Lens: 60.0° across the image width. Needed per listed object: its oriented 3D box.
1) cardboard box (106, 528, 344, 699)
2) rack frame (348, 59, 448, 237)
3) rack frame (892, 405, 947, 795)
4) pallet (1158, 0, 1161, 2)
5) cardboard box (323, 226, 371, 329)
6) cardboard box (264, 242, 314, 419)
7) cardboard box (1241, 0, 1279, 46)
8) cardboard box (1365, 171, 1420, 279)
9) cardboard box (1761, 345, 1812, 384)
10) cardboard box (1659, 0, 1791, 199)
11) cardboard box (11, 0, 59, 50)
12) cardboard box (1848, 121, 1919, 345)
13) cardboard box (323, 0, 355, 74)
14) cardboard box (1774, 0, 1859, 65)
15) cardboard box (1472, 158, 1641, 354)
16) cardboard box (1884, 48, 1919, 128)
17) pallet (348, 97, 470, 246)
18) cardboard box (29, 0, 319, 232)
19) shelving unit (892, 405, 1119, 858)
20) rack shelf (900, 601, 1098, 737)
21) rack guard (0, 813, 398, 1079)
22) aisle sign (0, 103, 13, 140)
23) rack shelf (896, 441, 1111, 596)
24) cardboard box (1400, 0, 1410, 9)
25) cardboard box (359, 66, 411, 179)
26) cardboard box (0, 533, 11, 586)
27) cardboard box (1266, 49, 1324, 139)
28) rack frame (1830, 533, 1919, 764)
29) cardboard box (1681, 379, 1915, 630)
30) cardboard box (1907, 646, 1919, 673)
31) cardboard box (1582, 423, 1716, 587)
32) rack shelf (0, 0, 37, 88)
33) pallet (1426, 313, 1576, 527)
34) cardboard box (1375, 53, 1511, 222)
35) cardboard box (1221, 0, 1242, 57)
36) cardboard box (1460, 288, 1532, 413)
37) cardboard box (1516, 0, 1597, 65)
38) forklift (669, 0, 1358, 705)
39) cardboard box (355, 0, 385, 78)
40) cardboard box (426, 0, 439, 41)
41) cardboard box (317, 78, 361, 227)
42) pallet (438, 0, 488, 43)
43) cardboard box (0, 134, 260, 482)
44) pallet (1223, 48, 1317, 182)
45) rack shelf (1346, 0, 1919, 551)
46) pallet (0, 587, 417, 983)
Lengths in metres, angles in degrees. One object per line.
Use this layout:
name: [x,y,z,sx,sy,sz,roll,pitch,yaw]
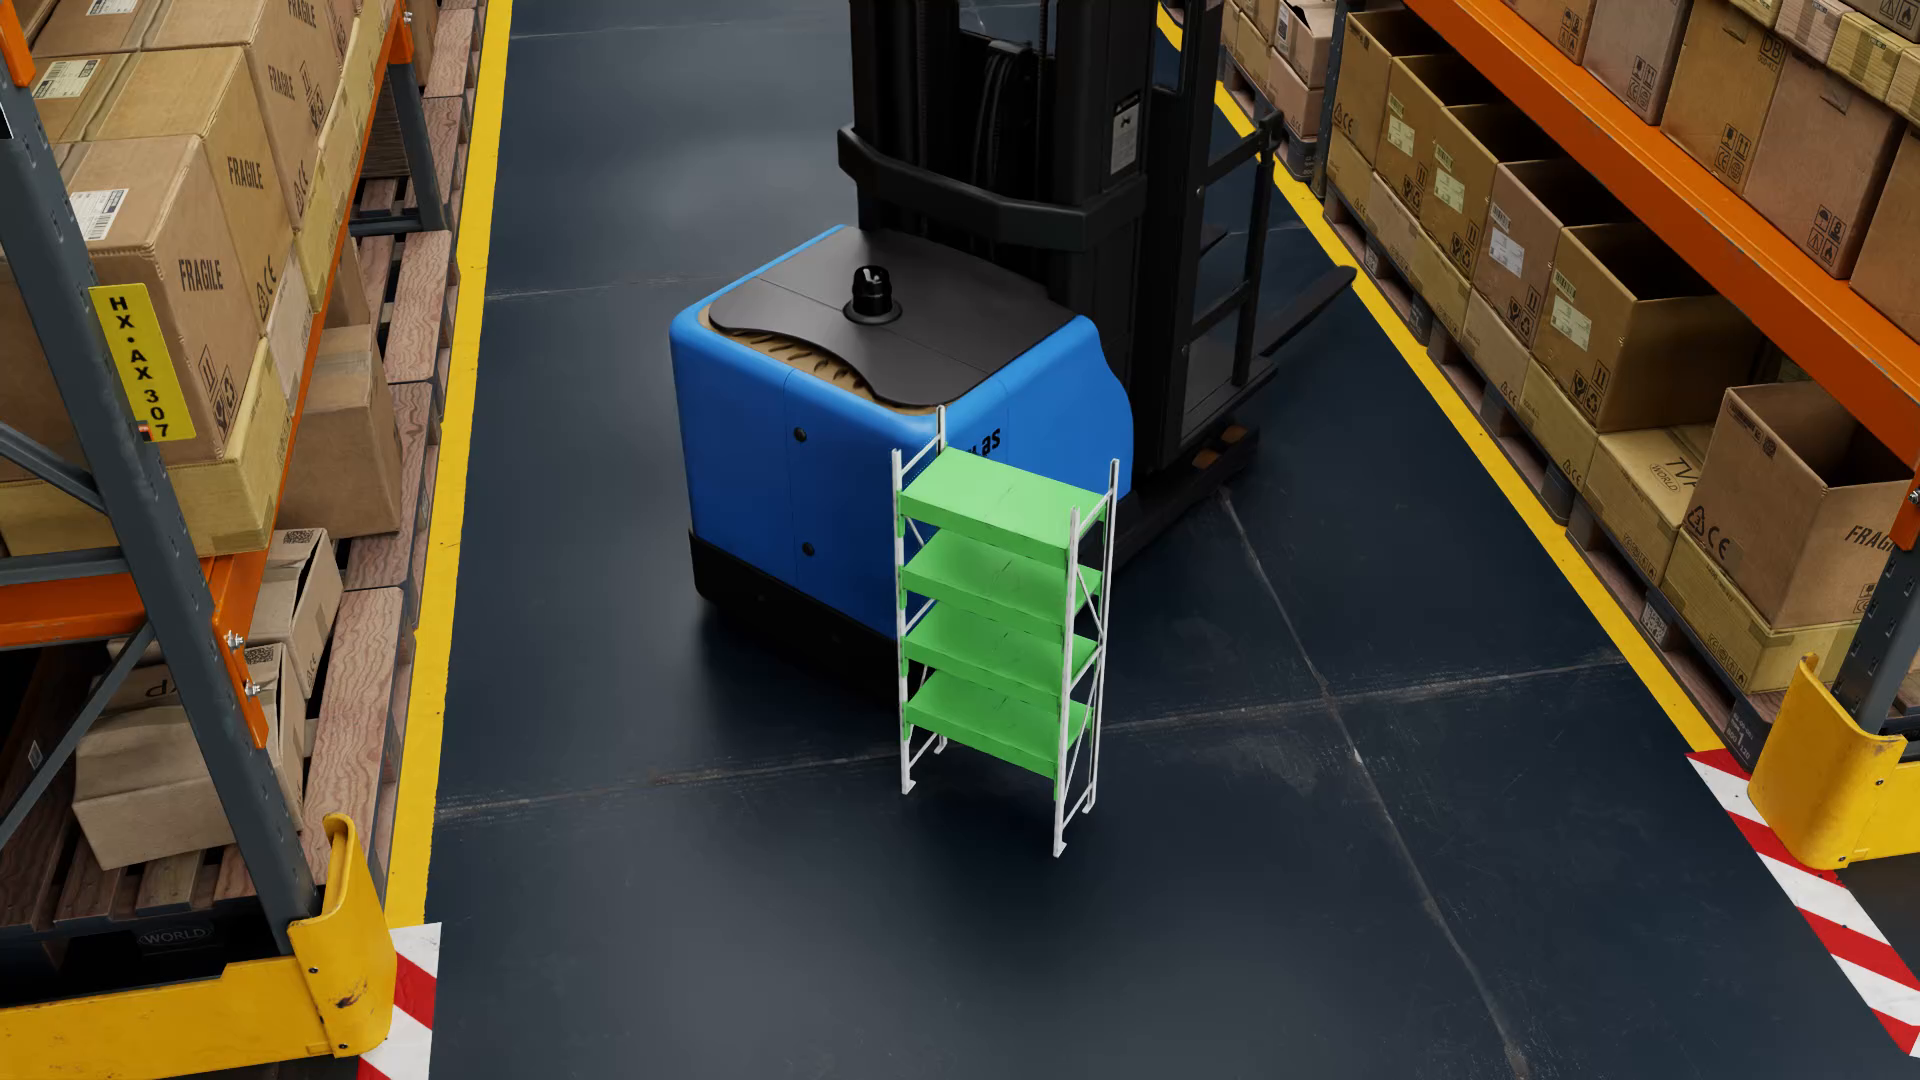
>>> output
cardboard box: [-2.145,0.201,4.879,0.500,0.311,0.500,-3,38,-4]
rack frame: [-2.714,-2.331,6.306,1.000,3.000,0.127,-6,38,-8]
rack frame: [-0.103,0.196,4.520,0.015,1.200,0.240,19,42,23]
pallet: [1.567,-3.680,10.314,1.003,0.211,1.213,-6,38,-8]
cardboard box: [-2.492,-0.895,6.136,0.500,0.500,0.500,-9,39,-11]
cardboard box: [-1.890,-0.505,4.061,0.500,0.250,0.500,-7,38,-9]
cardboard box: [1.712,-2.695,8.216,0.500,0.311,0.500,-5,38,-7]
cardboard box: [2.028,-1.331,6.917,0.500,0.250,0.500,-6,38,-8]
cardboard box: [2.899,-0.476,5.205,0.500,0.500,0.500,-6,38,-8]
cardboard box: [2.617,-1.390,5.013,0.700,0.500,0.500,-6,38,-8]
cardboard box: [-2.478,-1.039,4.137,0.500,0.500,0.500,-7,38,-9]
cardboard box: [2.795,-0.773,4.219,0.700,0.500,0.500,-6,38,-8]
cardboard box: [-2.155,-1.718,5.011,0.500,0.500,0.500,-7,38,-9]
cardboard box: [2.475,-1.421,4.524,0.380,0.149,0.250,-6,38,-7]
cardboard box: [2.201,-1.023,5.909,0.500,0.500,0.500,-6,38,-8]
cardboard box: [2.562,-1.114,4.129,0.380,0.149,0.250,-5,38,-7]
pallet: [-2.851,-1.700,7.766,1.003,0.211,1.213,-6,38,-8]
cardboard box: [-1.961,-1.093,4.207,0.500,0.500,0.500,-7,38,-9]
shelving unit: [0.110,0.269,4.426,0.503,1.200,0.258,19,42,23]
rack shelf: [0.110,0.319,4.466,0.480,0.148,0.258,19,42,23]
rack guard: [-2.026,1.026,4.022,1.175,0.500,0.348,-6,38,-8]
aisle sign: [-1.704,-0.931,2.384,0.394,0.787,0.004,-6,38,-8]
rack shelf: [0.110,-0.060,4.171,0.480,0.148,0.258,19,42,23]
cardboard box: [2.336,-2.444,7.893,0.500,0.311,0.500,-6,38,-8]
cardboard box: [-2.859,-1.961,7.508,0.700,0.500,0.500,-5,38,-6]
cardboard box: [-2.285,-0.125,3.572,0.500,0.250,0.500,-6,38,-7]
cardboard box: [1.805,-2.166,7.991,0.500,0.250,0.500,-7,38,-8]
rack frame: [2.864,-0.450,3.885,1.000,3.000,0.127,-6,38,-8]
cardboard box: [2.477,-0.118,4.745,0.500,0.500,0.500,-6,38,-8]
cardboard box: [2.989,0.122,5.047,0.500,0.250,0.500,-6,38,-8]
cardboard box: [2.380,-0.123,5.362,0.500,0.250,0.500,-6,38,-8]
rack shelf: [-2.363,-2.024,4.051,1.077,0.370,4.000,-6,38,-8]
pallet: [2.478,-0.542,6.275,1.003,0.211,1.213,-6,38,-8]
cardboard box: [2.031,-1.627,6.688,0.500,0.500,0.500,-6,38,-8]
cardboard box: [1.628,-2.780,8.783,0.500,0.250,0.500,-5,38,-7]
cardboard box: [2.204,-0.727,6.140,0.500,0.250,0.500,-6,38,-8]
cardboard box: [2.430,-2.017,5.820,0.700,0.500,0.500,-6,38,-7]
forklift: [0.436,-1.485,5.273,1.130,2.935,3.031,26,45,29]
cardboard box: [-2.253,-1.725,5.631,0.500,0.250,0.500,-6,38,-8]
cardboard box: [-3.146,-2.884,8.696,0.700,0.500,0.500,-6,38,-8]
cardboard box: [-2.060,-1.119,4.851,0.500,0.250,0.500,-6,38,-8]
pallet: [-3.279,-3.174,9.663,1.003,0.211,1.213,-6,38,-8]
cardboard box: [-1.800,-0.481,3.418,0.500,0.500,0.500,-6,38,-8]
pallet: [1.995,-2.206,8.417,1.003,0.211,1.213,-6,38,-8]
rack shelf: [2.513,-1.374,5.660,1.077,0.370,4.000,-6,38,-8]
pallet: [-2.133,0.646,4.747,1.003,0.211,1.213,-6,38,-8]
